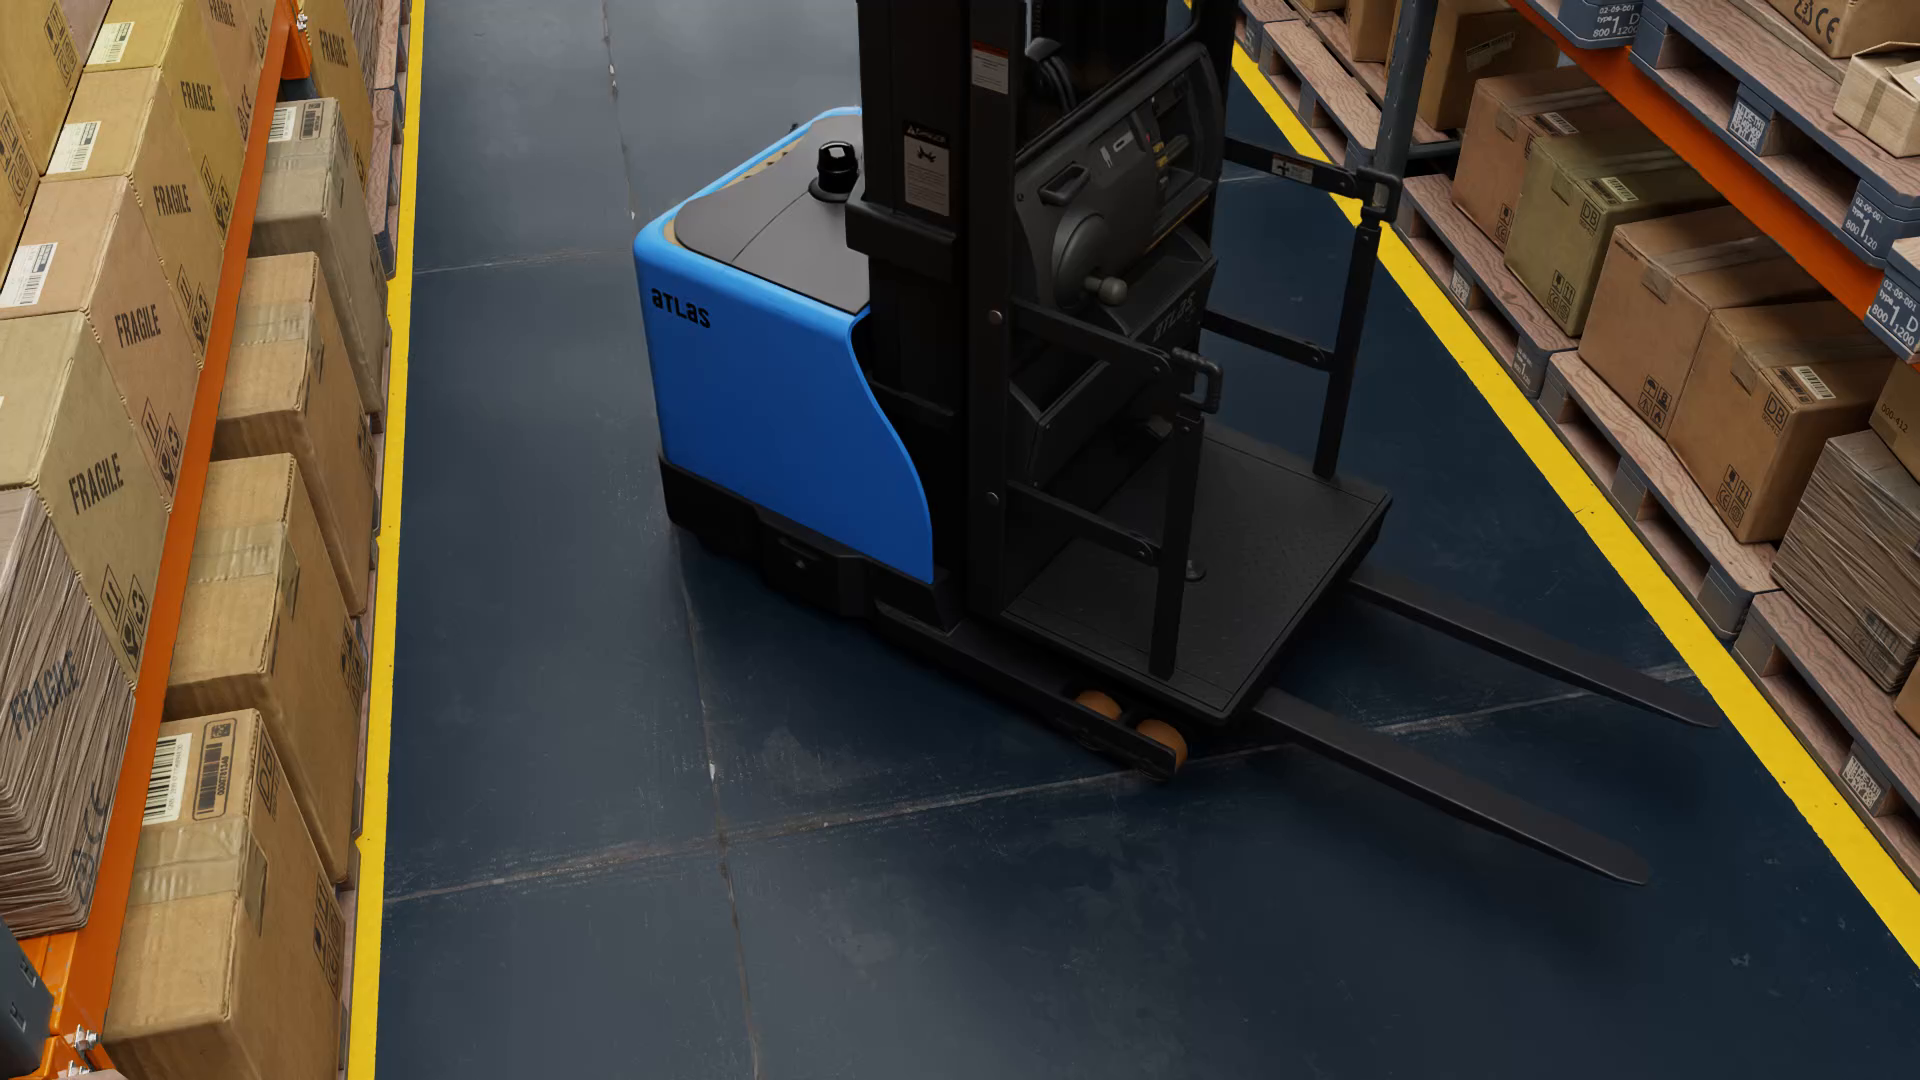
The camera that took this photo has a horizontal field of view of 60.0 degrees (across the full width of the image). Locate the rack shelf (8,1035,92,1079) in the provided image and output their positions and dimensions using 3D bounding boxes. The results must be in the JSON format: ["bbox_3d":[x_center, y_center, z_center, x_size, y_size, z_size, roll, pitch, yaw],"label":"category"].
[{"bbox_3d":[-1.396,2.229,1.022,1.077,0.370,4.000,-8,42,-9],"label":"rack shelf"}]

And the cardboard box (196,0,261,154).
[{"bbox_3d":[-2.208,-1.340,4.424,0.500,0.500,0.500,-9,42,-10],"label":"cardboard box"}]

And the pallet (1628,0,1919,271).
[{"bbox_3d":[2.570,-1.188,4.473,1.003,0.211,1.213,-8,42,-9],"label":"pallet"}]

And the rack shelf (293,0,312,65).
[{"bbox_3d":[-3.122,-2.957,6.864,1.077,0.370,4.000,-8,42,-9],"label":"rack shelf"}]

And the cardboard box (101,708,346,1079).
[{"bbox_3d":[-0.293,-1.175,5.324,5.455,1.239,5.693,-9,42,-10],"label":"cardboard box"}]

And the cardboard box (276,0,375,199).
[{"bbox_3d":[-2.758,-1.710,6.201,0.875,0.875,0.875,-8,42,-9],"label":"cardboard box"}]

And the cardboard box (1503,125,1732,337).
[{"bbox_3d":[2.370,-1.092,5.772,0.700,0.500,0.500,-9,42,-10],"label":"cardboard box"}]

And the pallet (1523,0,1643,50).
[{"bbox_3d":[2.197,-1.987,5.373,1.003,0.211,1.213,-8,42,-9],"label":"pallet"}]

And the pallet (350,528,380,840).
[{"bbox_3d":[-2.184,0.395,4.646,1.003,0.211,1.213,-8,42,-9],"label":"pallet"}]

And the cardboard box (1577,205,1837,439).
[{"bbox_3d":[2.491,-0.729,5.363,0.700,0.500,0.500,-12,43,-13],"label":"cardboard box"}]

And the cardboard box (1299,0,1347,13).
[{"bbox_3d":[1.785,-2.823,7.738,0.500,0.500,0.500,-12,43,-13],"label":"cardboard box"}]

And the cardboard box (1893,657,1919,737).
[{"bbox_3d":[2.873,0.357,4.140,0.700,0.500,0.500,-10,43,-12],"label":"cardboard box"}]

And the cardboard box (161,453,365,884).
[{"bbox_3d":[-2.063,0.374,3.948,1.050,0.750,0.750,-8,42,-9],"label":"cardboard box"}]

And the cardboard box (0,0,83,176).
[{"bbox_3d":[-2.248,-1.032,3.324,0.700,0.500,0.500,-9,42,-10],"label":"cardboard box"}]

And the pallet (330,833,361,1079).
[{"bbox_3d":[-1.924,1.184,3.757,1.003,0.211,1.213,-8,42,-9],"label":"pallet"}]

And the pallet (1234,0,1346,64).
[{"bbox_3d":[1.728,-2.755,8.194,1.003,0.211,1.213,-8,42,-9],"label":"pallet"}]

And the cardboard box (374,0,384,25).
[{"bbox_3d":[-3.151,-2.885,7.524,0.875,0.875,0.875,-9,42,-10],"label":"cardboard box"}]

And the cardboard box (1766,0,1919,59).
[{"bbox_3d":[2.639,-1.660,4.466,0.797,0.503,0.637,-4,42,-5],"label":"cardboard box"}]

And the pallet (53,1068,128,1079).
[{"bbox_3d":[-1.569,1.182,1.804,1.213,0.211,1.003,-8,42,-9],"label":"pallet"}]

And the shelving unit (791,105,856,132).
[{"bbox_3d":[-6.680,-2.508,5.670,9.713,3.194,8.724,-24,47,-24],"label":"shelving unit"}]

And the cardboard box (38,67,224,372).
[{"bbox_3d":[-1.987,-0.683,3.685,0.500,0.500,0.500,-9,42,-10],"label":"cardboard box"}]

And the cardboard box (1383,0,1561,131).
[{"bbox_3d":[2.127,-2.062,6.880,0.500,0.500,0.500,-10,42,-11],"label":"cardboard box"}]

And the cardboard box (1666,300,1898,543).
[{"bbox_3d":[2.612,-0.367,4.956,0.700,0.500,0.500,-5,42,-6],"label":"cardboard box"}]

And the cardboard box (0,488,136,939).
[{"bbox_3d":[-1.661,0.296,2.582,0.500,0.500,0.500,-8,42,-9],"label":"cardboard box"}]

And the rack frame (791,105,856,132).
[{"bbox_3d":[-0.448,-1.063,5.770,0.240,0.900,0.006,-24,47,-24],"label":"rack frame"}]

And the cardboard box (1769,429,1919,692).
[{"bbox_3d":[2.741,-0.001,4.543,0.700,0.500,0.500,-12,43,-13],"label":"cardboard box"}]

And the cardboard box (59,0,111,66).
[{"bbox_3d":[-2.356,-1.359,3.693,0.700,0.500,0.500,-8,42,-9],"label":"cardboard box"}]

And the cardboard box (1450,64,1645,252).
[{"bbox_3d":[2.286,-1.403,6.123,0.700,0.500,0.500,-11,43,-13],"label":"cardboard box"}]

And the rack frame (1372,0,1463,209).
[{"bbox_3d":[2.174,-2.575,5.891,1.000,3.000,0.127,-8,42,-9],"label":"rack frame"}]

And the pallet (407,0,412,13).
[{"bbox_3d":[-3.305,-2.972,8.440,1.003,0.211,1.213,-8,42,-9],"label":"pallet"}]

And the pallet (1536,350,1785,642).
[{"bbox_3d":[2.611,-0.235,5.356,1.003,0.211,1.213,-8,42,-9],"label":"pallet"}]

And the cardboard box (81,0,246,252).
[{"bbox_3d":[-2.099,-1.012,4.055,0.500,0.500,0.500,-8,42,-9],"label":"cardboard box"}]

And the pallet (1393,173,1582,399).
[{"bbox_3d":[2.344,-1.028,6.249,1.003,0.211,1.213,-8,42,-9],"label":"pallet"}]

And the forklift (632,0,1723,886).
[{"bbox_3d":[3.813,-0.578,3.693,8.841,2.935,4.090,24,47,25],"label":"forklift"}]

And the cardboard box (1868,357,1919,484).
[{"bbox_3d":[2.739,-0.265,4.275,0.500,0.250,0.500,-4,42,-4],"label":"cardboard box"}]

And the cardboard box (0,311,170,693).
[{"bbox_3d":[-1.773,-0.033,2.952,0.500,0.500,0.500,-9,42,-10],"label":"cardboard box"}]

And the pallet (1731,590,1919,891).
[{"bbox_3d":[10.684,1.291,3.636,15.783,0.211,6.755,-8,42,-9],"label":"pallet"}]

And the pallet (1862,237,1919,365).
[{"bbox_3d":[2.780,-0.357,3.537,1.213,0.211,1.003,-8,42,-9],"label":"pallet"}]
